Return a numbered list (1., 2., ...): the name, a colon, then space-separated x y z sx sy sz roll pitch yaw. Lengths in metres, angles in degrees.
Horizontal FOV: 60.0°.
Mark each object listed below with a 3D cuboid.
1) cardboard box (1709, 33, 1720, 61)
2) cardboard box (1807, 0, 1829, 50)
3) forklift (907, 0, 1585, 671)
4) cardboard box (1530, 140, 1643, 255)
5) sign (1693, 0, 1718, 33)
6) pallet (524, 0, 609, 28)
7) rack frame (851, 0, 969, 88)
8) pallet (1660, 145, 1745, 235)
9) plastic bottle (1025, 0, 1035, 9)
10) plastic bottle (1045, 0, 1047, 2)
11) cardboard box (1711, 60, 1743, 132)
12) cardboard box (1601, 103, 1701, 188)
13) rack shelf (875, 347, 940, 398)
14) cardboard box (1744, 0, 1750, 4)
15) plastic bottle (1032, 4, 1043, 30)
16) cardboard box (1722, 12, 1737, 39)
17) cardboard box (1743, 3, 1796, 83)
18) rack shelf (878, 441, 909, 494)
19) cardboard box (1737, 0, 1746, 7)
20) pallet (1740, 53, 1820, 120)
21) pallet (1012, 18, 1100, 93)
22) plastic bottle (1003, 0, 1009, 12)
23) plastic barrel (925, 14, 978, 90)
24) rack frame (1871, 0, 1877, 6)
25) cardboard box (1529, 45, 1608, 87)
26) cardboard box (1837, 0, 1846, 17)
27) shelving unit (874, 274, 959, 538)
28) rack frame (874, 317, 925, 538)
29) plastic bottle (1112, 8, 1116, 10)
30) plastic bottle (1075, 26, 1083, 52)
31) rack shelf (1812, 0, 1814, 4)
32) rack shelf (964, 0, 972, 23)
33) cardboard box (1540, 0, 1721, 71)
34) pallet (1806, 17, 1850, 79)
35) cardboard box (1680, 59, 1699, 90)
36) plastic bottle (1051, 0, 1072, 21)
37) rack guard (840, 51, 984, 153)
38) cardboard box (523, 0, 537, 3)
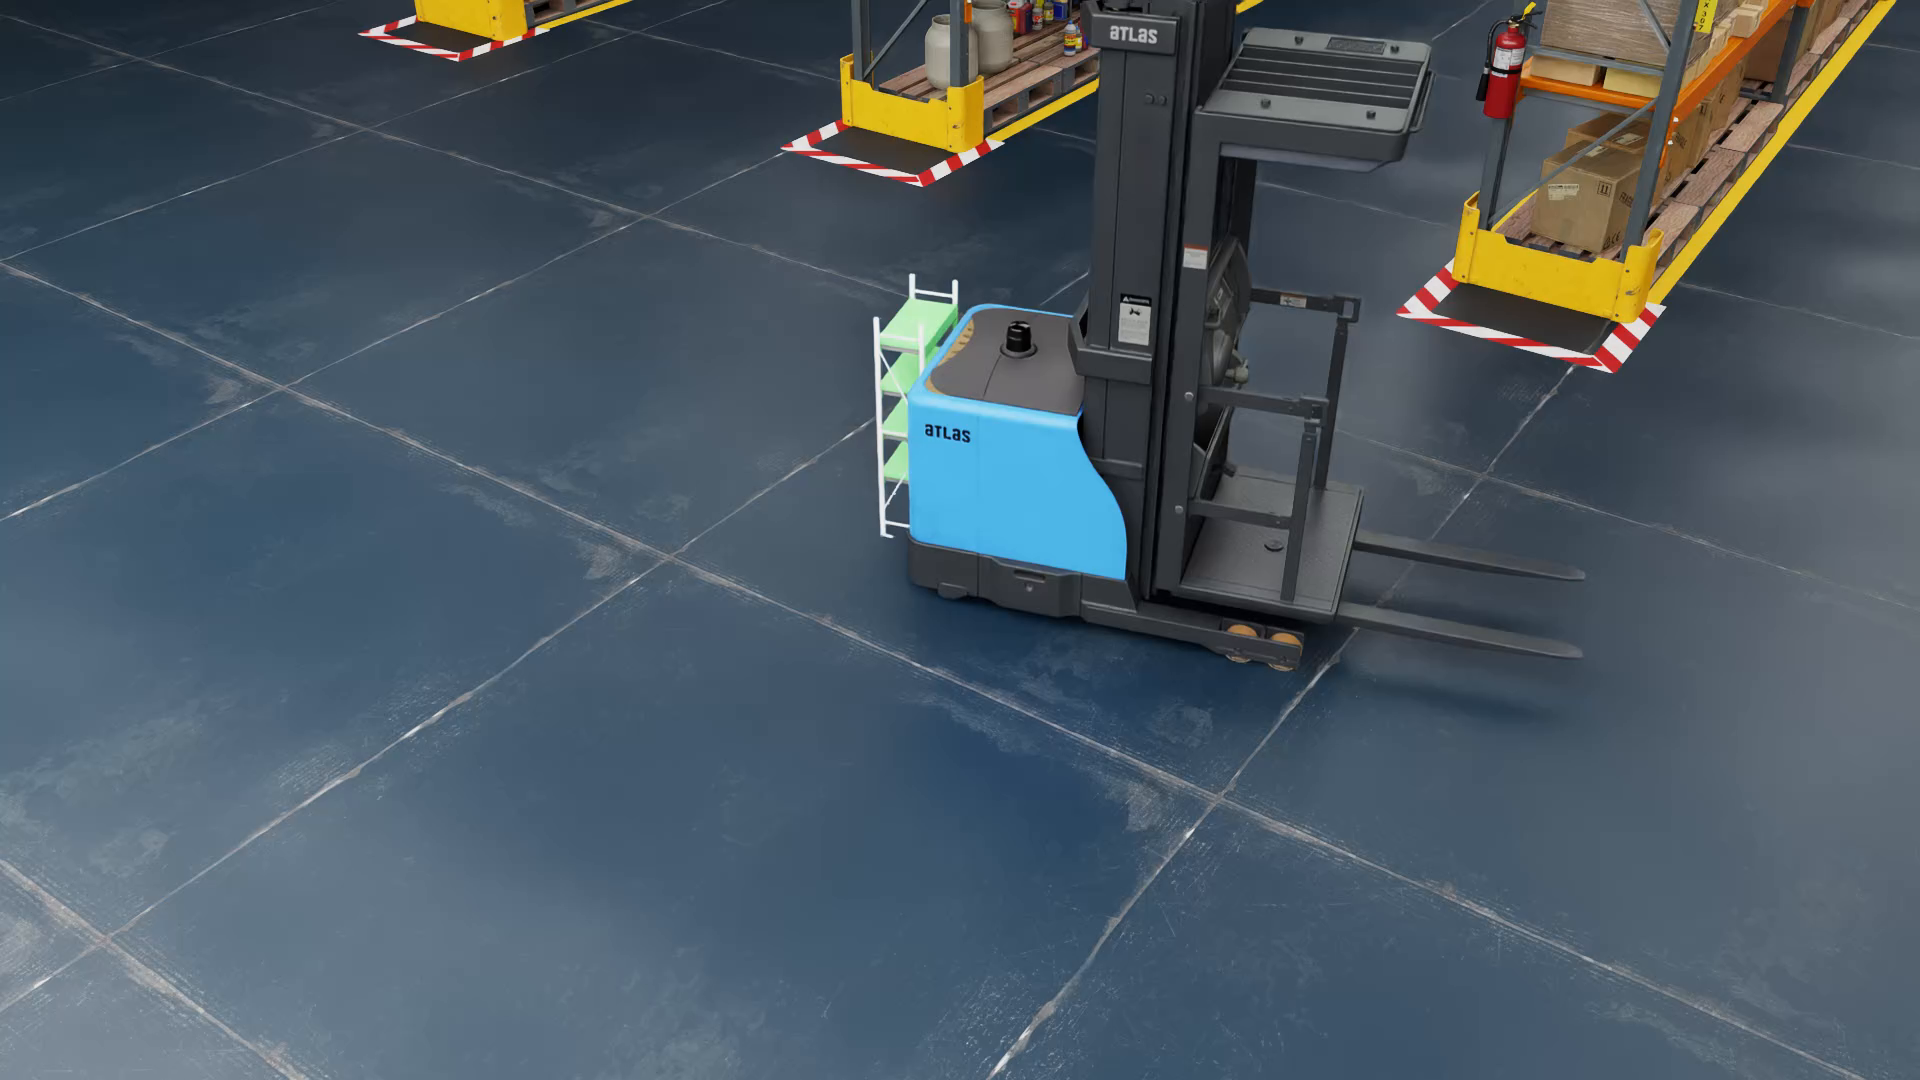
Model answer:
1. cardboard box: 4.488 -3.082 10.353 0.380 0.149 0.250 21 39 28
2. cardboard box: 6.945 -4.524 14.101 0.700 0.500 0.500 18 38 24
3. forklift: 1.326 -0.968 7.065 3.031 2.935 1.130 10 35 15
4. cardboard box: 4.060 -2.210 10.697 0.500 0.500 0.500 -29 43 -35
5. sign: 4.136 -2.975 9.199 0.100 0.325 0.005 21 39 28
6. pallet: -4.044 -5.166 15.700 1.003 0.211 1.213 21 39 28
7. rack frame: -0.378 -4.372 12.037 1.000 3.000 0.127 21 39 28
8. pallet: 4.922 -2.591 11.893 1.003 0.211 1.213 21 39 28
9. plastic bottle: 0.554 -4.582 14.387 0.152 0.276 0.135 20 39 27
10. plastic bottle: 0.751 -4.776 14.607 0.144 0.351 0.185 21 39 28
11. cardboard box: 5.390 -3.332 12.356 0.500 0.500 0.500 -23 40 -30
12. cardboard box: 4.746 -2.778 11.537 0.500 0.500 0.500 25 42 32
13. rack shelf: -0.202 -0.776 8.012 0.258 0.148 0.480 10 35 15
14. cardboard box: 5.018 -3.557 11.057 0.380 0.149 0.250 21 39 28
15. plastic bottle: 0.667 -4.520 14.361 0.097 0.201 0.097 0 34 0
16. cardboard box: 4.756 -3.318 10.703 0.380 0.149 0.250 21 39 28
17. cardboard box: 6.339 -4.053 13.404 0.700 0.500 0.500 18 38 25
18. rack shelf: -0.201 -0.378 8.281 0.258 0.148 0.480 10 35 15
19. cardboard box: 4.829 -3.910 10.999 0.875 0.500 0.500 21 39 28
20. pallet: 6.414 -3.834 13.731 1.003 0.211 1.213 21 39 28
21. pallet: 0.790 -4.198 14.269 1.003 0.211 1.213 21 39 28
22. plastic bottle: 0.360 -4.474 14.220 0.061 0.283 0.133 22 40 29
23. plastic barrel: -0.066 -3.842 13.100 0.421 0.512 0.421 0 34 0
24. rack frame: 8.252 -6.471 15.142 1.000 3.000 0.127 21 39 28
25. cardboard box: 3.684 -2.883 10.059 0.380 0.149 0.250 21 39 28
26. cardboard box: 7.581 -5.044 14.870 0.700 0.500 0.500 18 38 24
27. shelving unit: -0.202 -0.630 8.110 0.258 1.200 0.503 10 35 15
28. rack frame: -0.278 -0.500 7.919 0.240 1.200 0.015 10 35 15
29. plastic bottle: 1.280 -4.456 14.204 0.097 0.271 0.097 0 34 0
30. plastic bottle: 0.971 -4.177 13.855 0.097 0.201 0.097 0 34 0
31. rack shelf: 7.112 -5.253 13.982 1.077 0.370 4.000 21 39 28
32. rack shelf: 0.762 -4.994 13.599 1.077 0.370 4.000 21 39 28
33. cardboard box: 4.027 -3.199 9.948 0.875 0.500 0.500 21 39 28
34. pallet: 7.109 -4.398 14.565 1.003 0.211 1.213 21 39 28
35. cardboard box: 4.207 -2.850 10.010 0.380 0.149 0.250 21 39 28
36. plastic bottle: 0.887 -4.709 14.575 0.152 0.276 0.135 21 39 28
37. rack guard: -0.374 -3.386 12.811 1.175 0.500 0.348 21 39 28
38. cardboard box: -3.957 -5.166 15.292 0.500 0.250 0.500 21 39 28
